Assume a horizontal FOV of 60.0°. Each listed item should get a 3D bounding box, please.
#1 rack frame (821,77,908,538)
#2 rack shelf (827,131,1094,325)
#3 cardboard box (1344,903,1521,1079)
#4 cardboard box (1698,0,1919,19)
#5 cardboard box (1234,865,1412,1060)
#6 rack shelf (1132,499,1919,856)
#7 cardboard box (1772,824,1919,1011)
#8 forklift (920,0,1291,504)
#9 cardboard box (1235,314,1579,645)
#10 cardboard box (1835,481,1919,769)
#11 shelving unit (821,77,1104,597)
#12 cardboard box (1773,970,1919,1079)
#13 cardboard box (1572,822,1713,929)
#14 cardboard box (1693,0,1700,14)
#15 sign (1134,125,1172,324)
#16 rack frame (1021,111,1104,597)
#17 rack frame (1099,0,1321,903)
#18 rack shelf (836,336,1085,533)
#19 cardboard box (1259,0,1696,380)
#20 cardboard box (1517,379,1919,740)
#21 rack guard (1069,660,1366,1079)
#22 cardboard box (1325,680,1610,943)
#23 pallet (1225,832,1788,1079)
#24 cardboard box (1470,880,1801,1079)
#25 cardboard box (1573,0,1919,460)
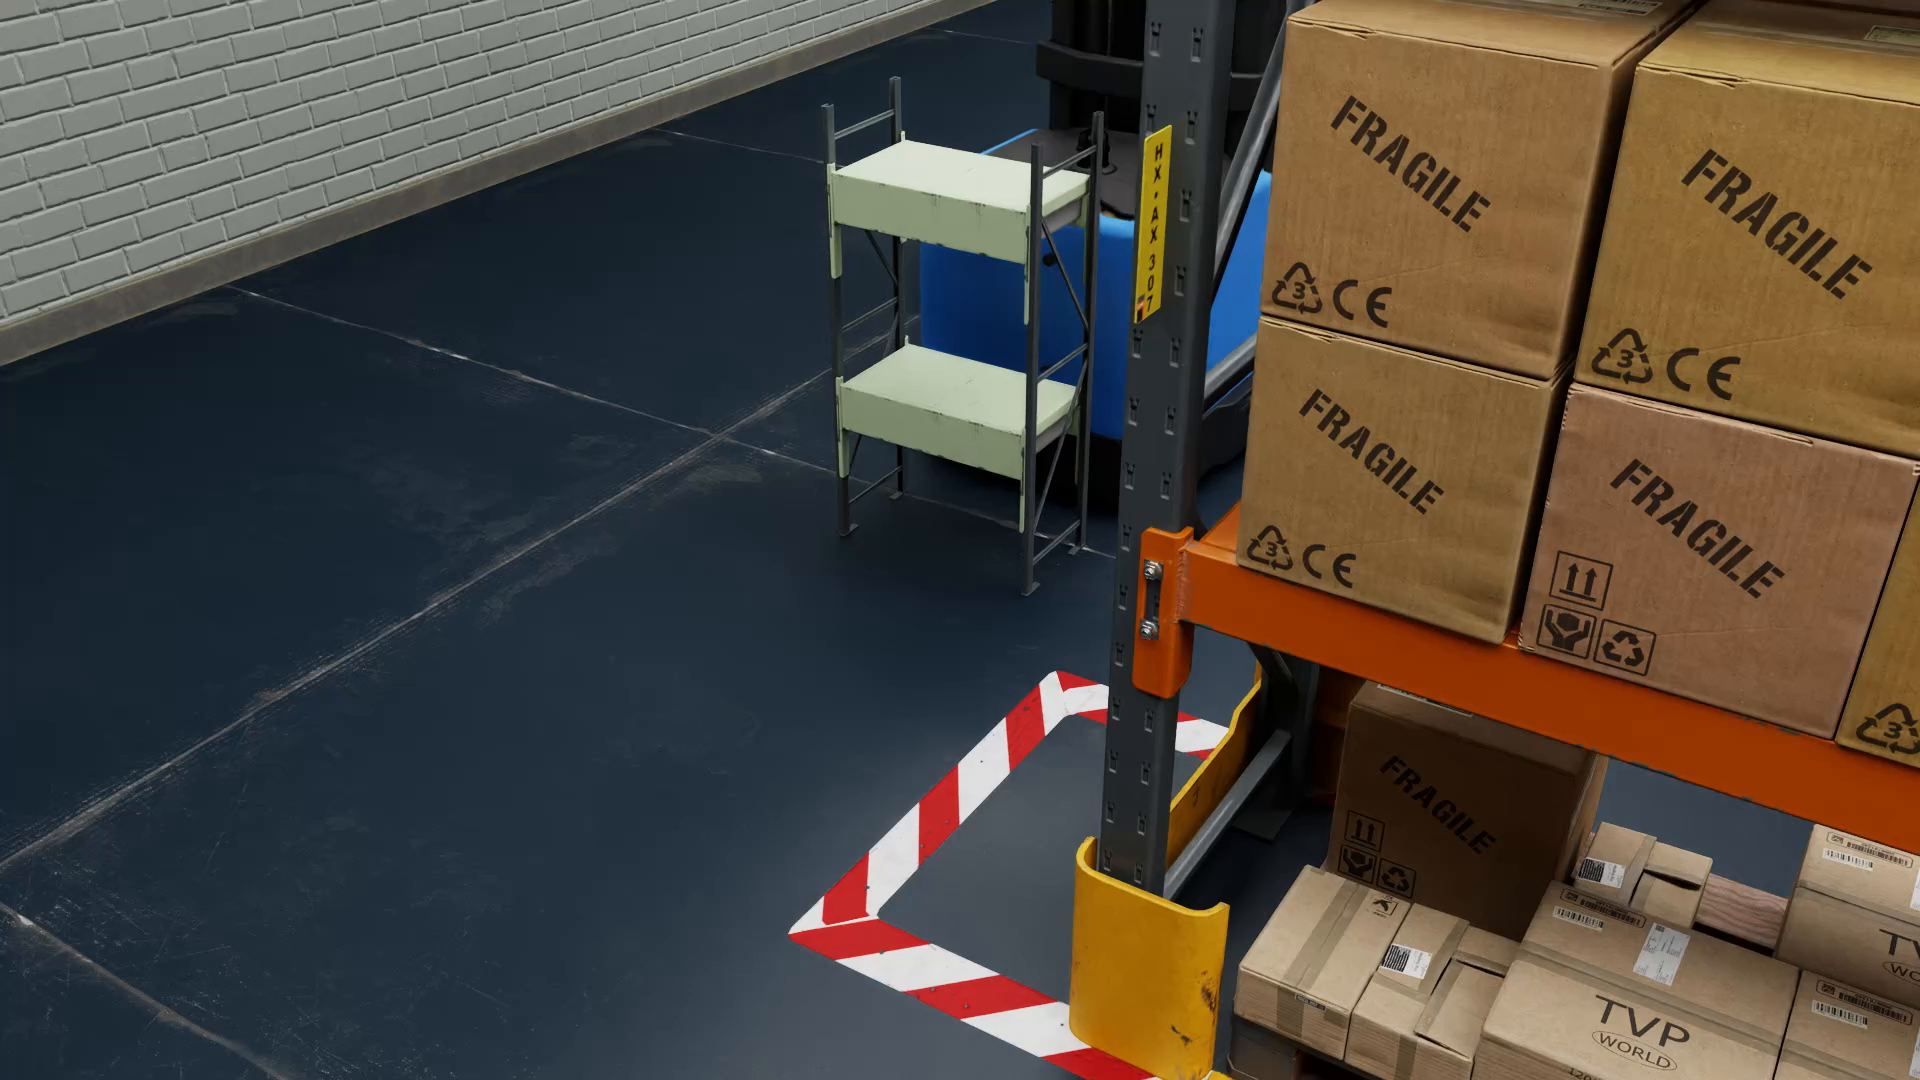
[{"bbox_3d":[-0.304,-0.744,5.537,0.023,1.500,0.400,18,35,27],"label":"rack frame"},{"bbox_3d":[0.006,-0.983,5.172,0.720,0.370,0.431,18,35,27],"label":"rack shelf"},{"bbox_3d":[1.002,0.967,3.490,0.250,0.166,0.380,18,35,27],"label":"cardboard box"},{"bbox_3d":[1.569,-0.730,2.934,0.500,0.500,0.500,19,35,29],"label":"cardboard box"},{"bbox_3d":[0.790,0.908,3.610,0.250,0.149,0.380,18,35,27],"label":"cardboard box"},{"bbox_3d":[2.312,0.454,2.709,4.000,0.370,1.077,18,35,27],"label":"rack shelf"},{"bbox_3d":[1.998,0.913,3.500,0.500,0.250,0.500,18,35,27],"label":"cardboard box"},{"bbox_3d":[1.063,-2.072,6.393,1.130,2.935,3.031,18,35,28],"label":"forklift"},{"bbox_3d":[0.854,-0.204,3.024,0.500,0.500,0.500,18,35,28],"label":"cardboard box"},{"bbox_3d":[1.717,0.068,2.558,0.500,0.500,0.500,17,35,27],"label":"cardboard box"},{"bbox_3d":[0.006,-0.646,5.369,0.755,1.500,0.431,18,35,27],"label":"shelving unit"},{"bbox_3d":[1.775,1.140,3.111,0.500,0.250,0.500,18,35,27],"label":"cardboard box"},{"bbox_3d":[1.505,0.829,3.727,0.250,0.166,0.380,18,35,27],"label":"cardboard box"},{"bbox_3d":[1.141,-0.865,3.165,0.500,0.500,0.500,17,34,27],"label":"cardboard box"},{"bbox_3d":[0.330,-0.535,2.831,0.005,0.325,0.100,18,35,27],"label":"sign"},{"bbox_3d":[0.316,-0.548,5.201,0.023,1.500,0.400,18,35,27],"label":"rack frame"},{"bbox_3d":[0.618,-0.392,3.446,0.127,3.000,1.000,18,35,27],"label":"rack frame"},{"bbox_3d":[0.006,-0.364,5.533,0.720,0.370,0.431,18,35,27],"label":"rack shelf"},{"bbox_3d":[0.854,-0.636,2.772,0.500,0.500,0.500,19,35,29],"label":"cardboard box"},{"bbox_3d":[1.293,-0.068,2.791,0.500,0.500,0.500,17,34,27],"label":"cardboard box"},{"bbox_3d":[0.682,0.708,4.041,0.348,0.500,1.175,18,35,27],"label":"rack guard"},{"bbox_3d":[1.209,0.538,3.895,0.500,0.500,0.500,18,35,27],"label":"cardboard box"},{"bbox_3d":[1.358,1.046,3.748,1.213,0.211,1.003,18,35,27],"label":"pallet"},{"bbox_3d":[1.351,1.006,3.341,0.500,0.250,0.500,18,35,27],"label":"cardboard box"},{"bbox_3d":[1.300,-0.499,2.537,0.500,0.500,0.500,18,35,28],"label":"cardboard box"}]
